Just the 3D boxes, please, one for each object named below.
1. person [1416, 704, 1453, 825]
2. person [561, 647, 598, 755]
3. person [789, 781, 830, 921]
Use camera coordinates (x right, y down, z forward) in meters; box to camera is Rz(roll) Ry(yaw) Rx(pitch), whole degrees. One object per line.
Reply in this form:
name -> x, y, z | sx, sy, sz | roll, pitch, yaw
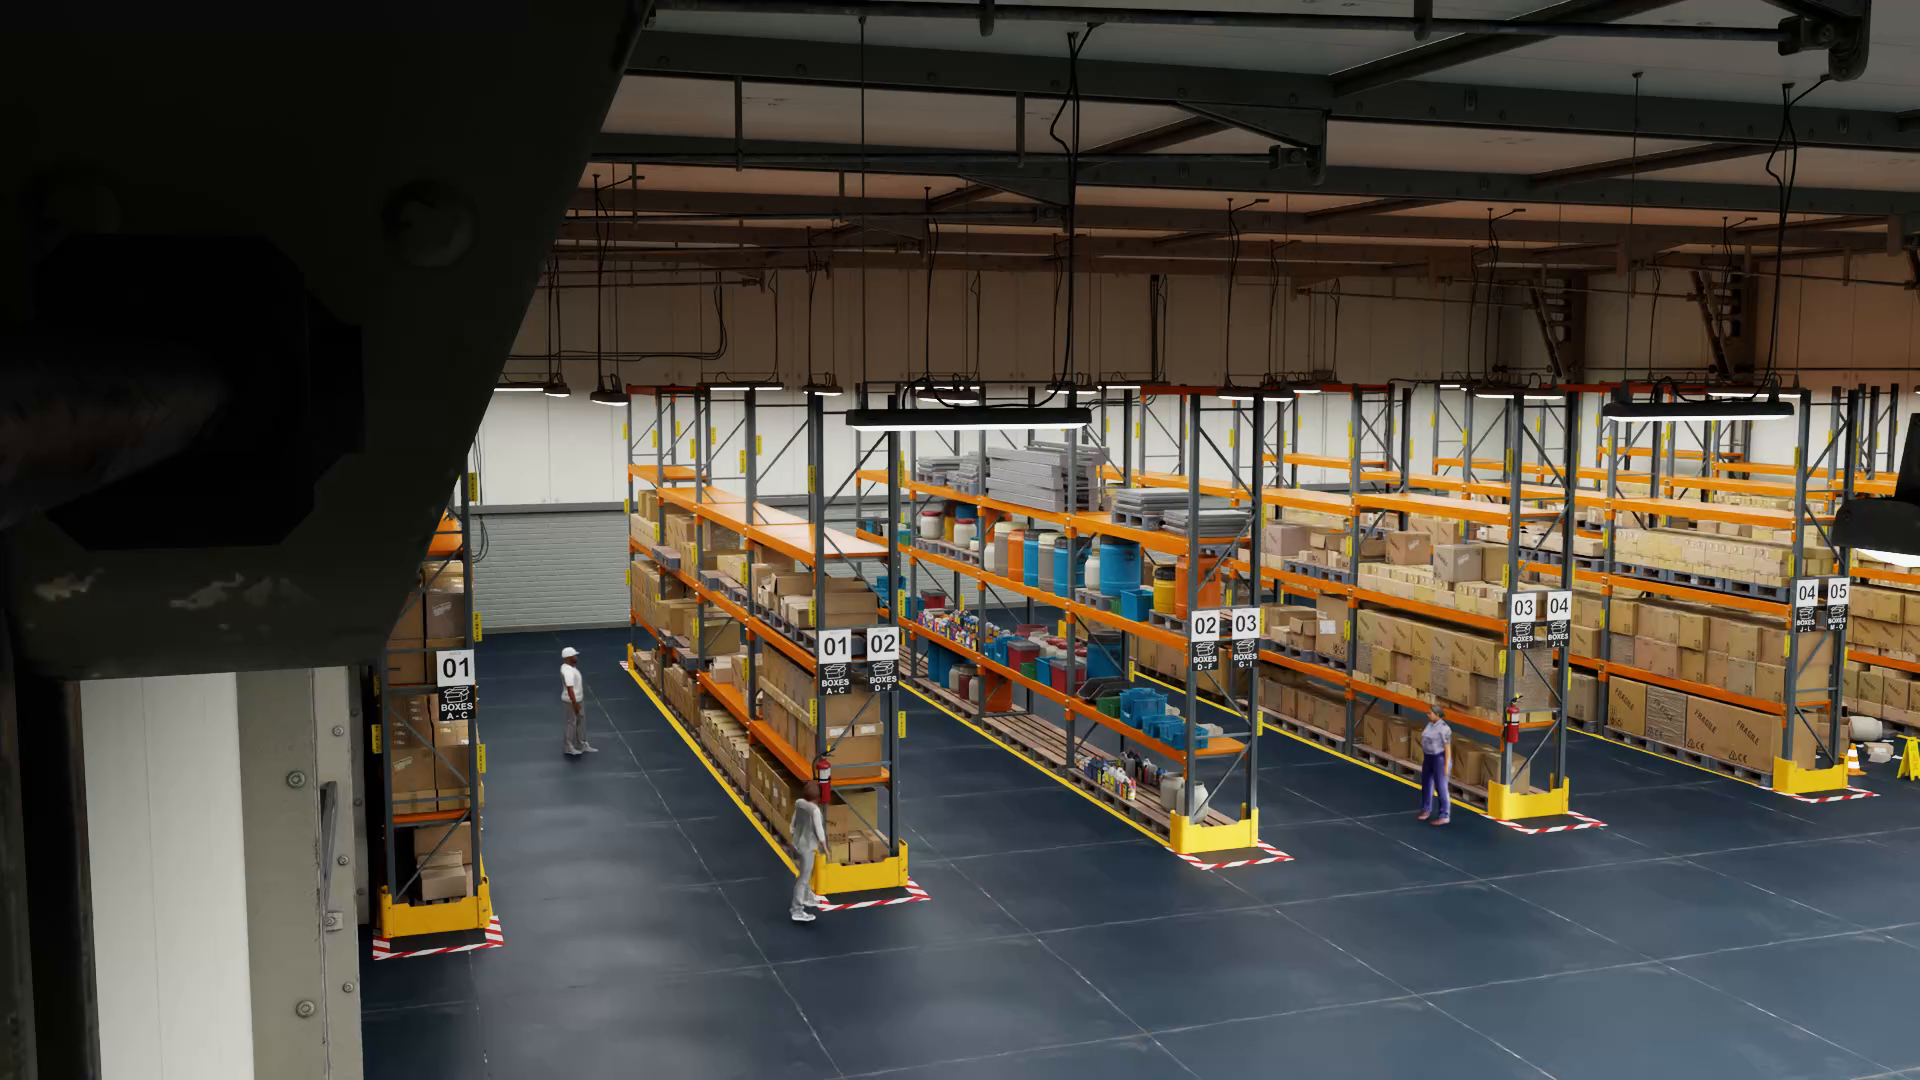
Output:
person -> 6.625, 3.112, 23.227 | 0.407, 1.656, 0.525 | -2, 6, -19
person -> -6.298, 2.651, 27.345 | 0.572, 1.794, 0.623 | 1, 6, 5
person -> -1.769, 3.561, 19.235 | 0.586, 1.599, 0.582 | -4, 7, -33
